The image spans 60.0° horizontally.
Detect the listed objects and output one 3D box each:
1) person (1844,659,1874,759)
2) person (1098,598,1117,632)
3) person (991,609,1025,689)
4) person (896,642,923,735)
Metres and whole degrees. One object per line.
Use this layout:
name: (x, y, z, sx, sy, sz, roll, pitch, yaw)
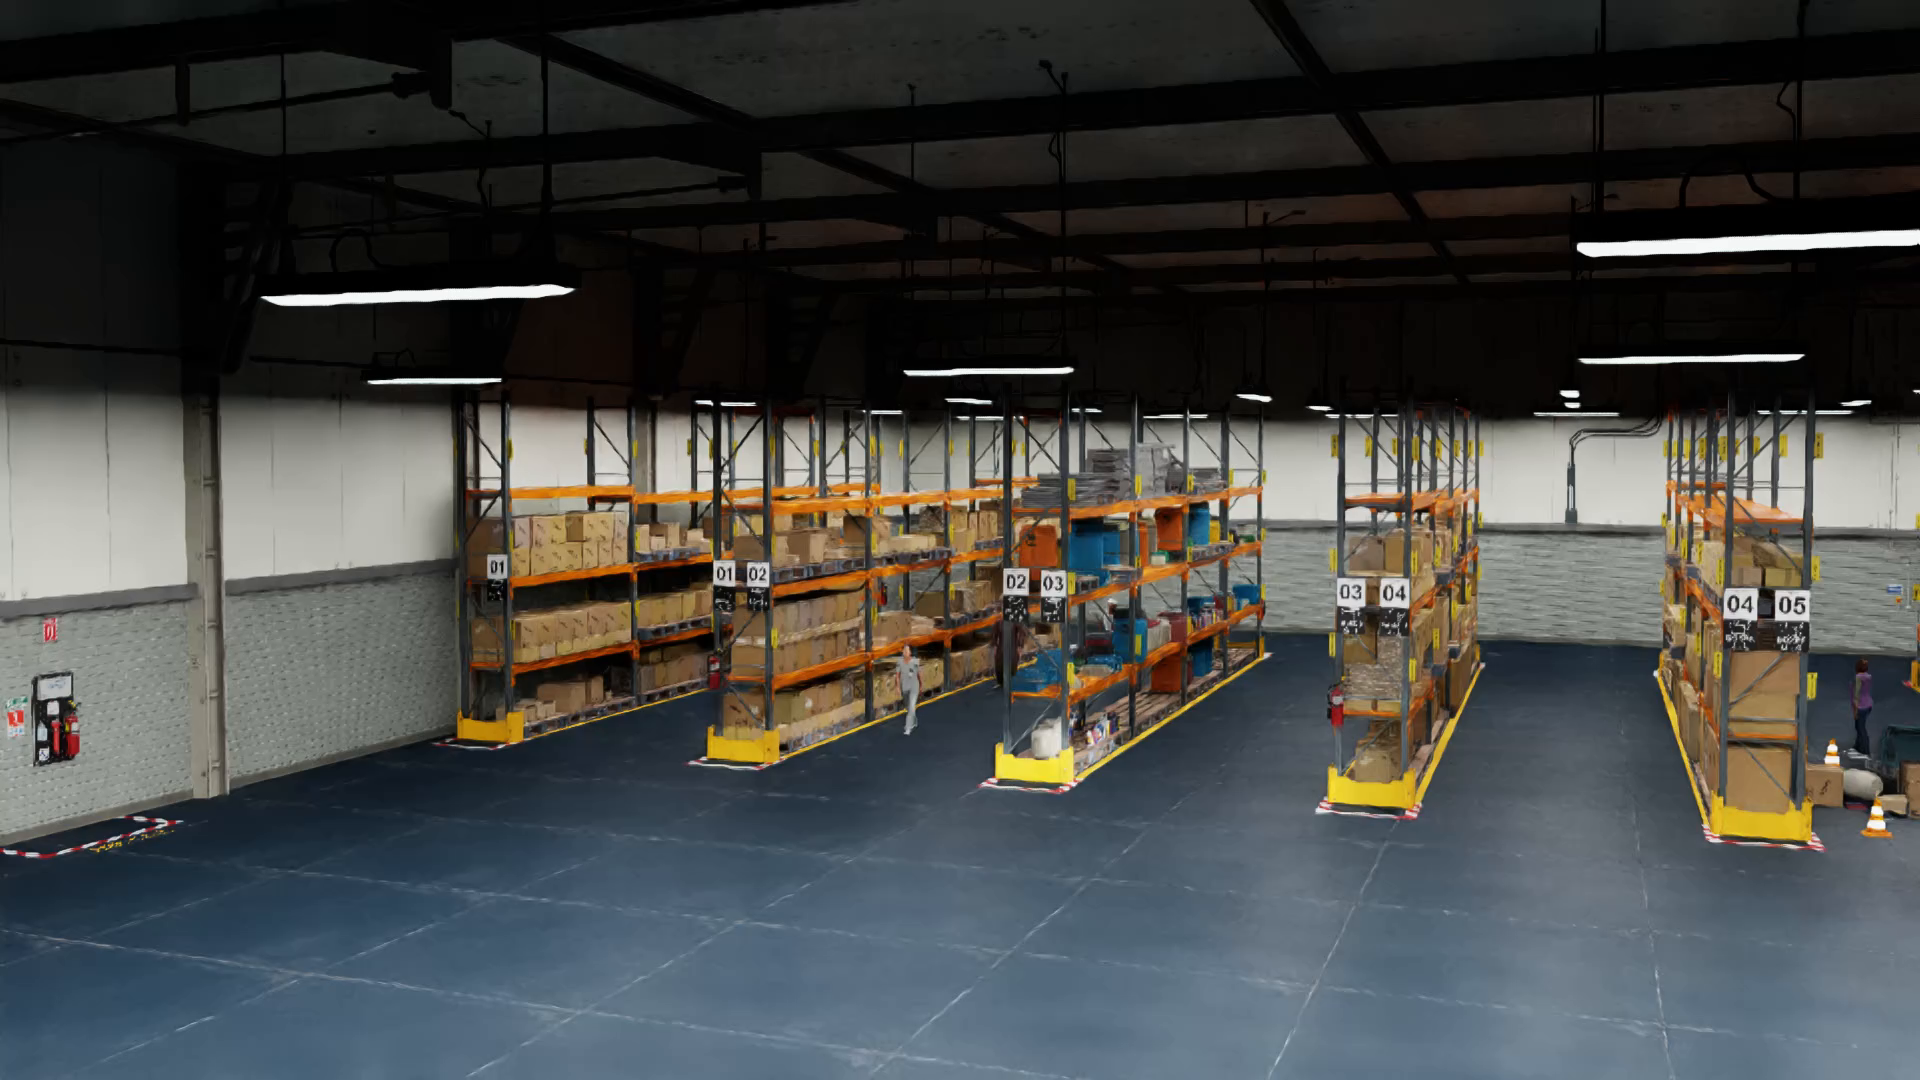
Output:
person: (14.503, 2.713, 26.835, 0.467, 1.599, 0.452, -3, 4, -39)
person: (3.365, 2.126, 36.639, 0.702, 1.735, 0.549, 1, 3, 19)
person: (0.986, 2.247, 34.396, 0.729, 1.733, 0.544, 1, 3, 19)
person: (-0.919, 2.580, 29.128, 0.449, 1.586, 1.099, 1, 3, 18)
